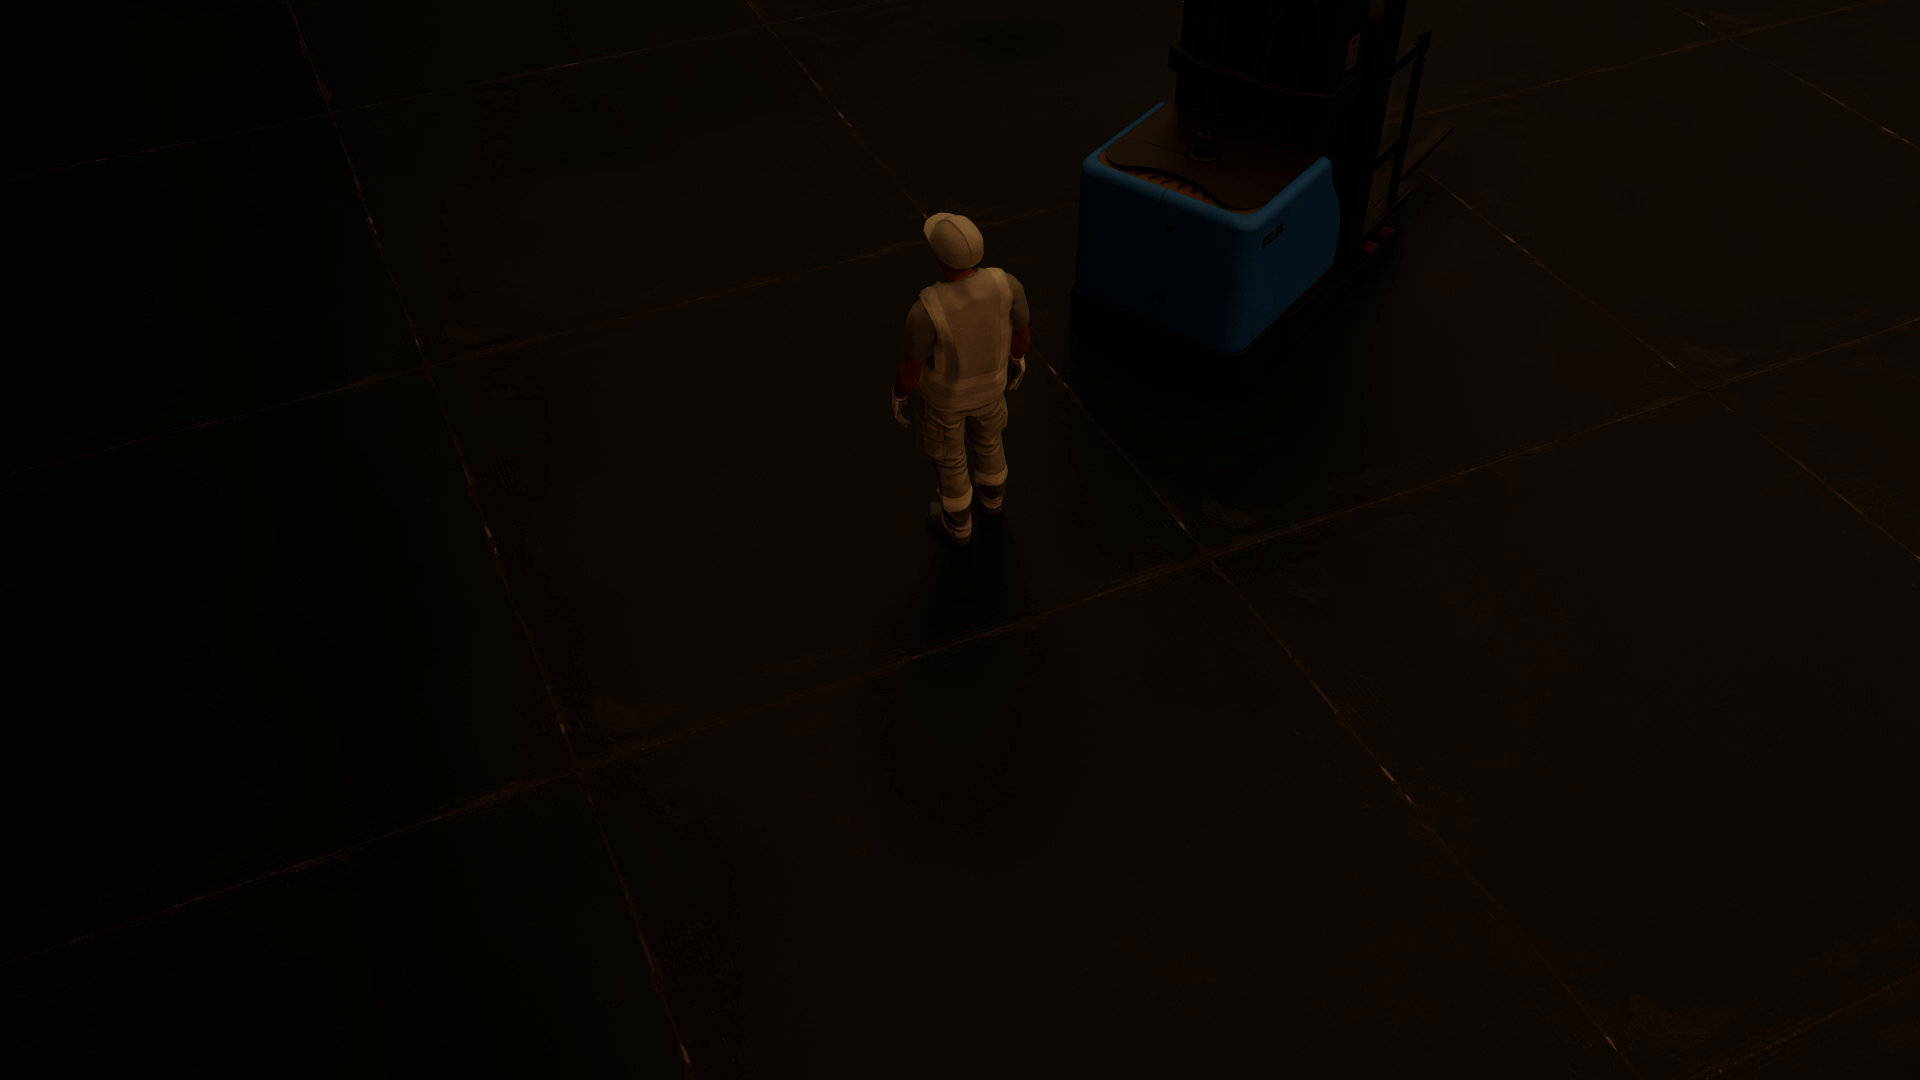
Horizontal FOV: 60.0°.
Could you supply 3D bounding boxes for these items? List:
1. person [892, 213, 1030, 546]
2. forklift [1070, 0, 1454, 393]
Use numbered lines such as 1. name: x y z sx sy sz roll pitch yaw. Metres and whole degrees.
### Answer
1. person: -0.023 -0.713 7.270 0.637 1.790 0.562 -18 46 -18
2. forklift: 1.876 -2.786 8.666 1.130 2.935 3.031 27 49 26
